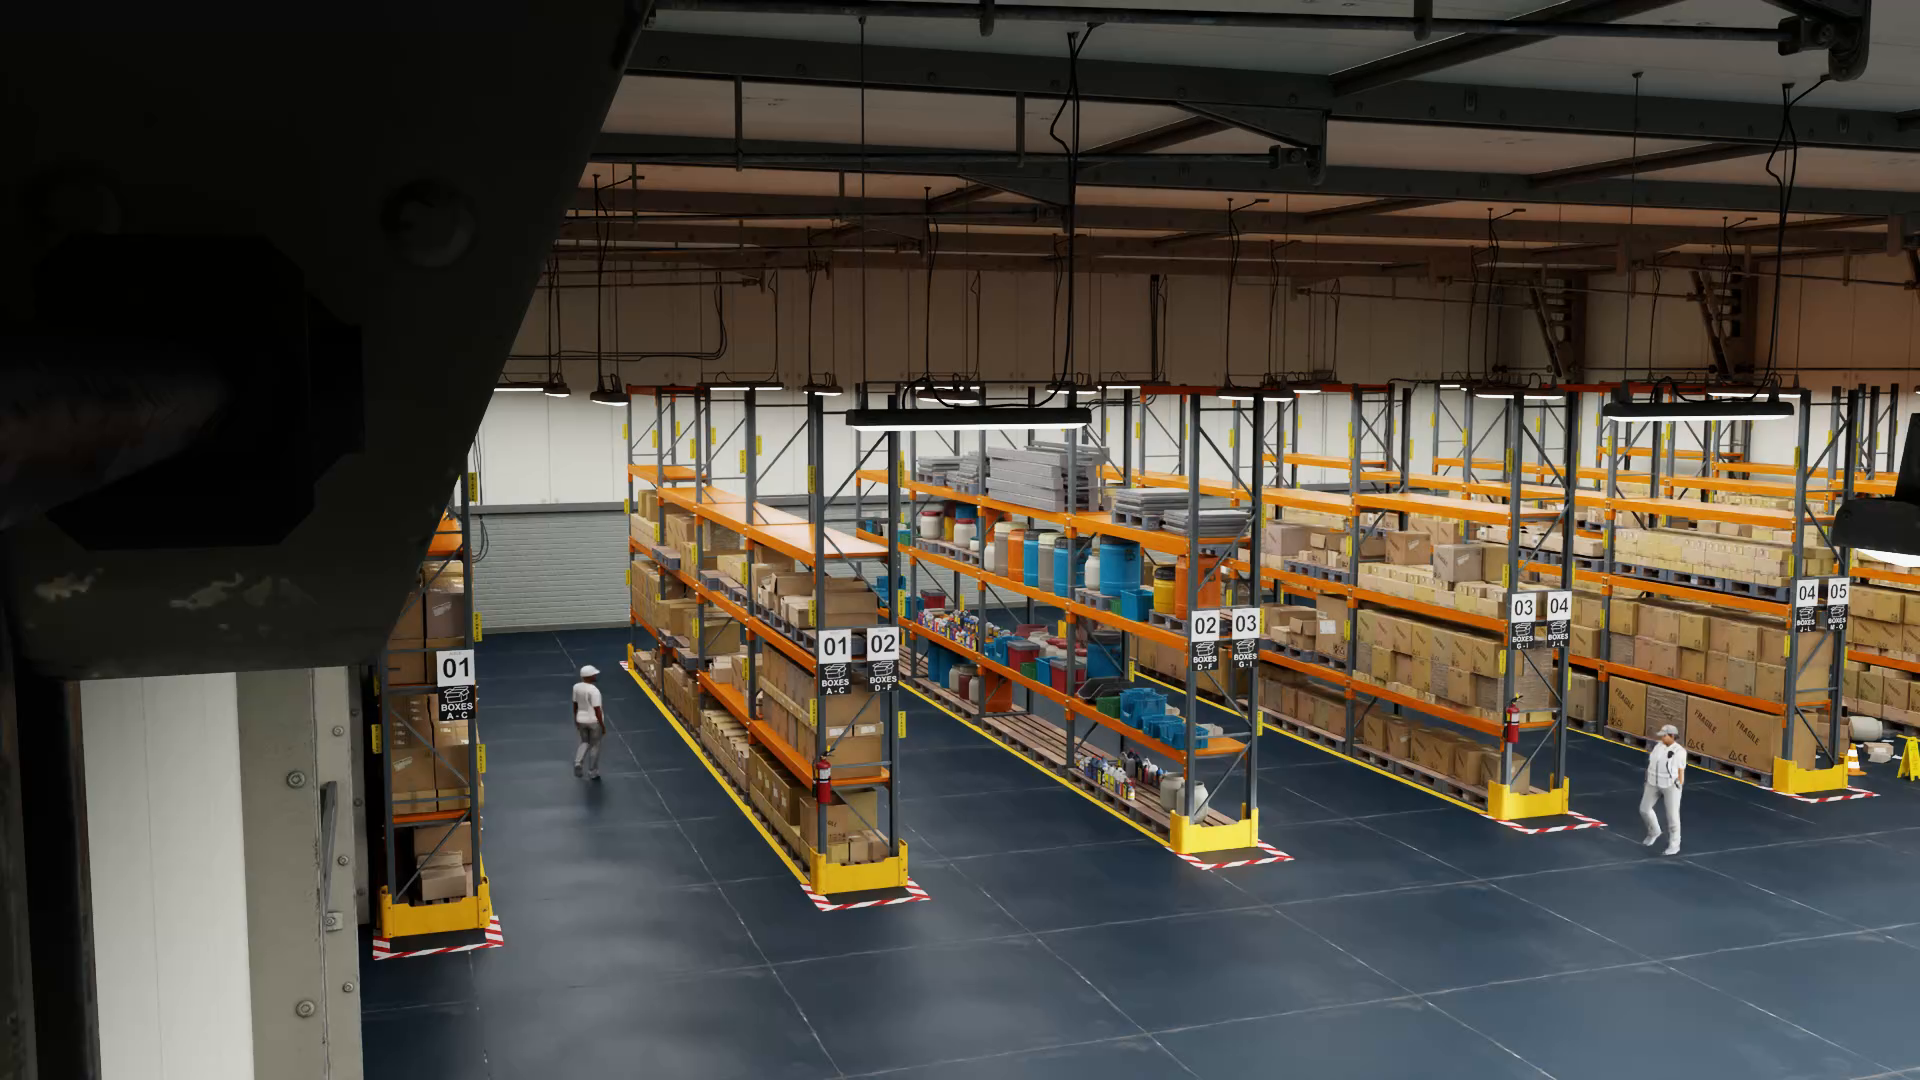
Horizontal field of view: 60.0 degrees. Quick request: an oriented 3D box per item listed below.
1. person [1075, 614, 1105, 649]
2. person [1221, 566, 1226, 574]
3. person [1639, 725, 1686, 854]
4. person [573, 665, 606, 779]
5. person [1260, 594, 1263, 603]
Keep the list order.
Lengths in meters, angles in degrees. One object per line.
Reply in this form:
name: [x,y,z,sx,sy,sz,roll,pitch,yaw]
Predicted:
person: [2.679,1.941,34.112,0.559,1.811,0.930,-2,6,-15]
person: [6.382,1.165,41.720,0.594,1.723,1.114,1,6,10]
person: [9.242,3.252,21.857,0.431,1.691,0.540,-4,7,-37]
person: [-5.724,2.801,25.577,0.572,1.760,0.542,2,6,18]
person: [6.700,1.620,37.982,0.377,1.619,0.695,-3,6,-24]
